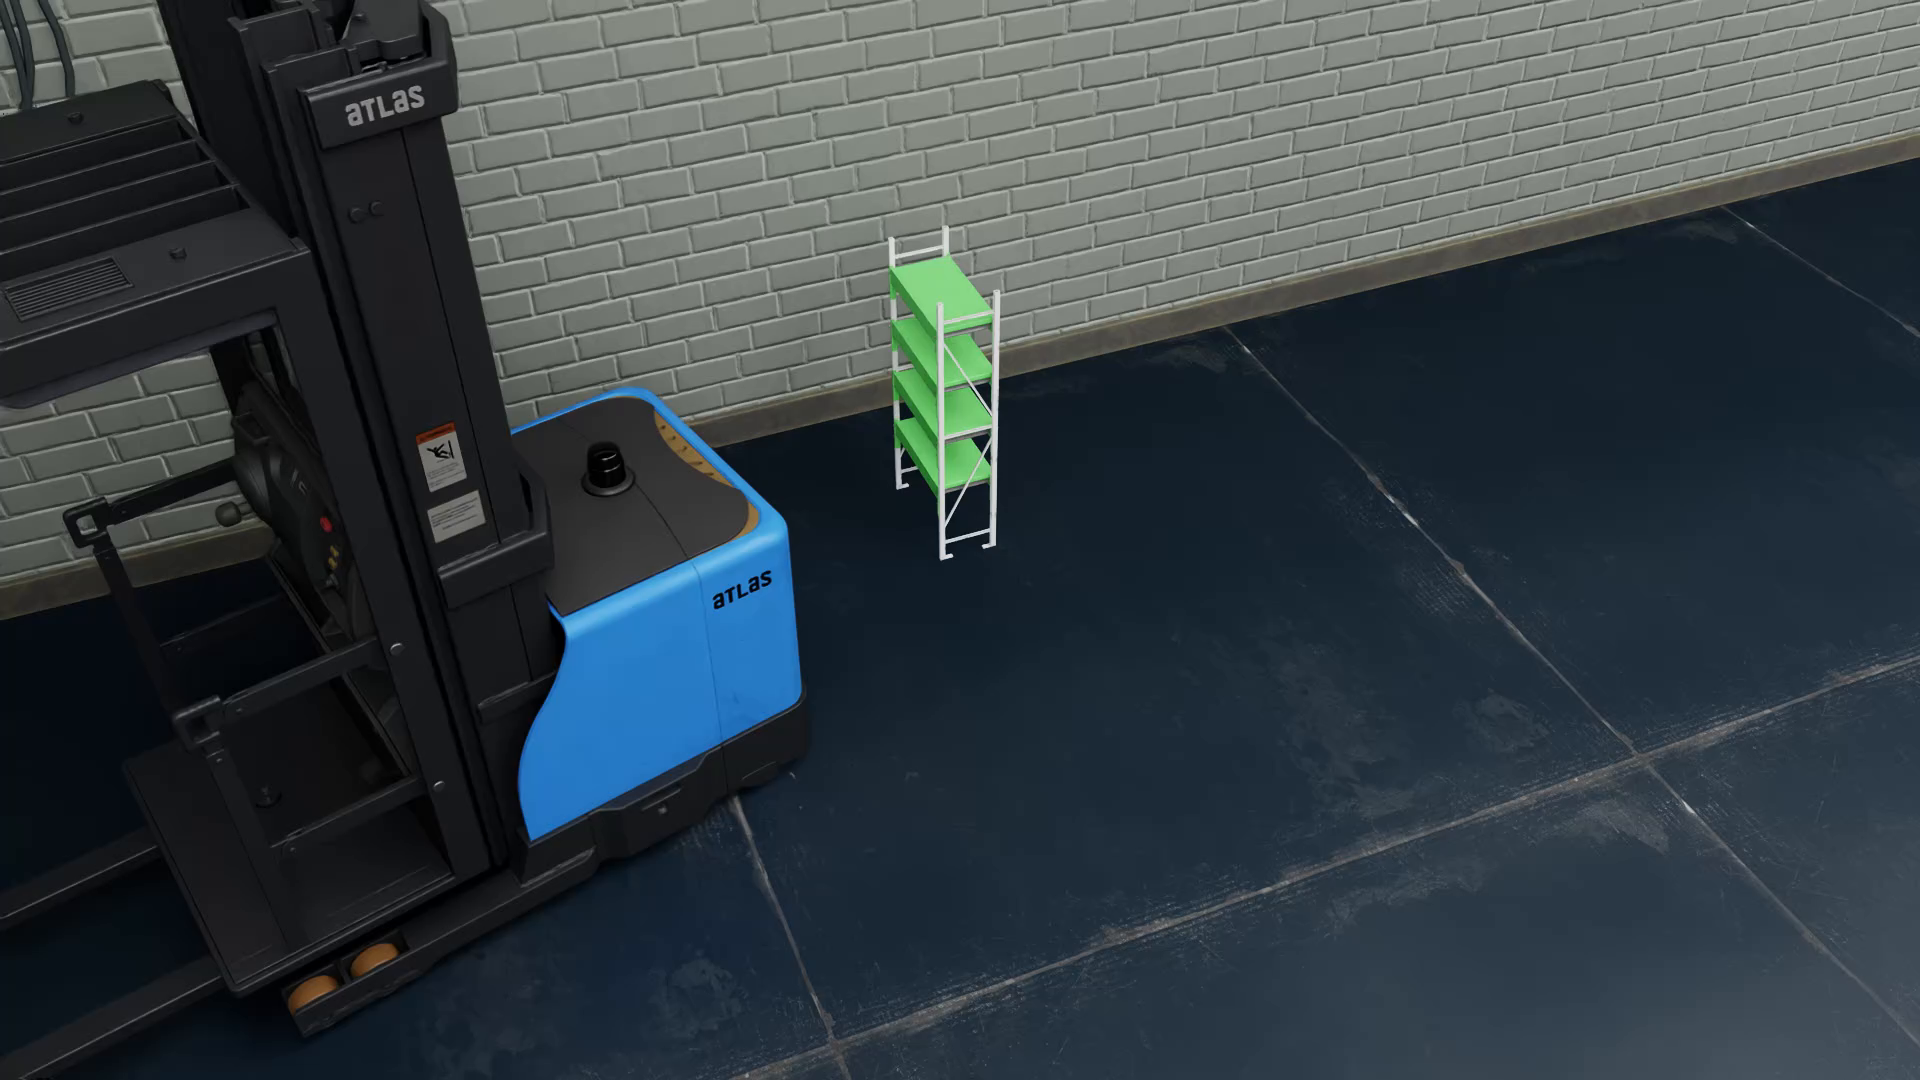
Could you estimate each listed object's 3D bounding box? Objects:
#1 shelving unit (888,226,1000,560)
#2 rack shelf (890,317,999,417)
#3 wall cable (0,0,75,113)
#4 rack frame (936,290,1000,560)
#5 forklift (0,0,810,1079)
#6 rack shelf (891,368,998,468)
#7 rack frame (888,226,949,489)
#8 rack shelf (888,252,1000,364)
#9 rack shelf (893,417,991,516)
[{"bbox_3d":[-0.063,-0.555,6.475,0.258,1.200,0.503,-15,43,-17],"label":"shelving unit"},{"bbox_3d":[-0.063,-0.688,6.360,0.258,0.148,0.480,-15,43,-17],"label":"rack shelf"},{"bbox_3d":[-4.245,-1.763,4.280,3.097,2.526,0.112,-15,43,-17],"label":"wall cable"},{"bbox_3d":[0.030,-0.408,6.304,0.240,1.200,0.015,-15,43,-17],"label":"rack frame"},{"bbox_3d":[-2.007,-0.024,4.530,3.031,2.935,1.130,-26,47,-27],"label":"forklift"},{"bbox_3d":[-0.063,-0.506,6.516,0.258,0.148,0.480,-15,43,-17],"label":"rack shelf"},{"bbox_3d":[-0.157,-0.702,6.646,0.240,1.200,0.015,-15,43,-17],"label":"rack frame"},{"bbox_3d":[-0.063,-0.870,6.203,0.258,0.148,0.480,-15,43,-17],"label":"rack shelf"},{"bbox_3d":[-0.063,-0.324,6.673,0.258,0.148,0.480,-15,43,-17],"label":"rack shelf"}]
